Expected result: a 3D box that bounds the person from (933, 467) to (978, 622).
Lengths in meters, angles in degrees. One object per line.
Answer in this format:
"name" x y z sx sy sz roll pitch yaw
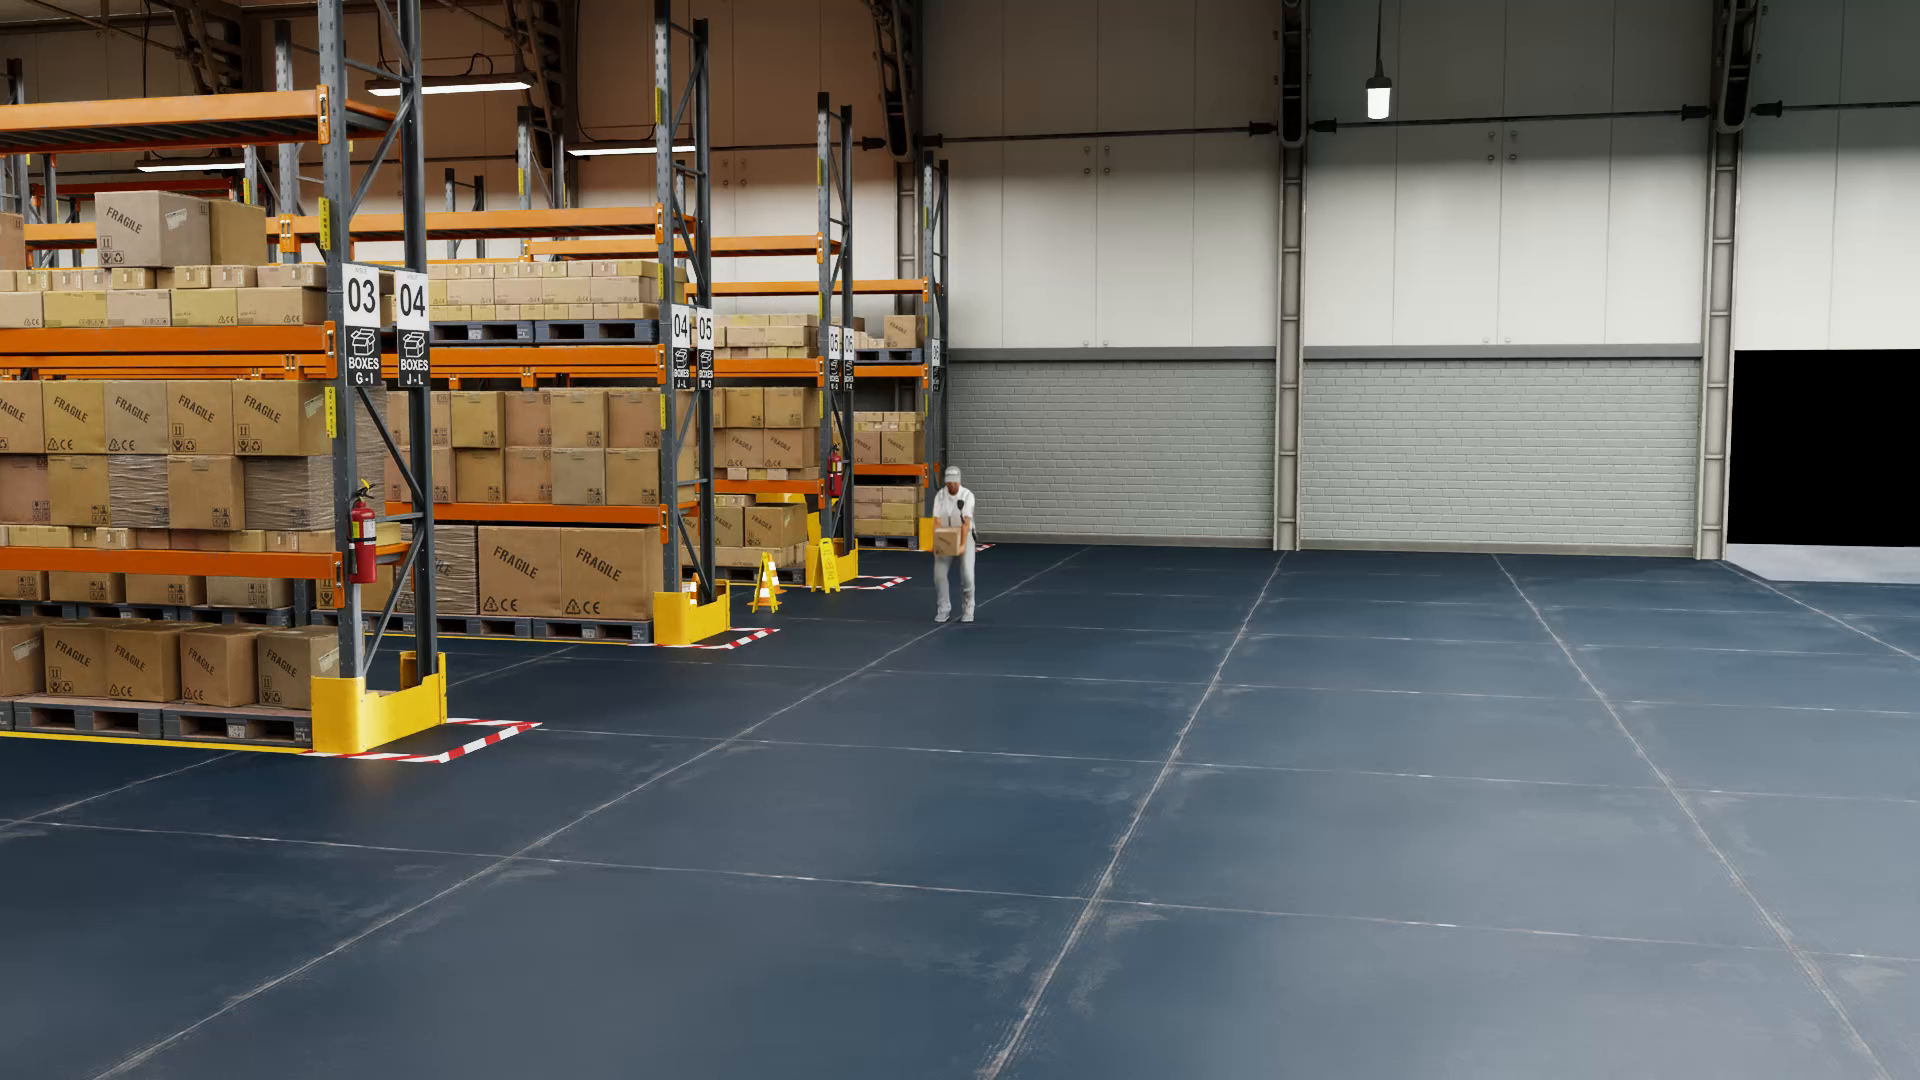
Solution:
"person" -0.062 0.044 17.333 0.452 1.623 0.593 1 5 13
